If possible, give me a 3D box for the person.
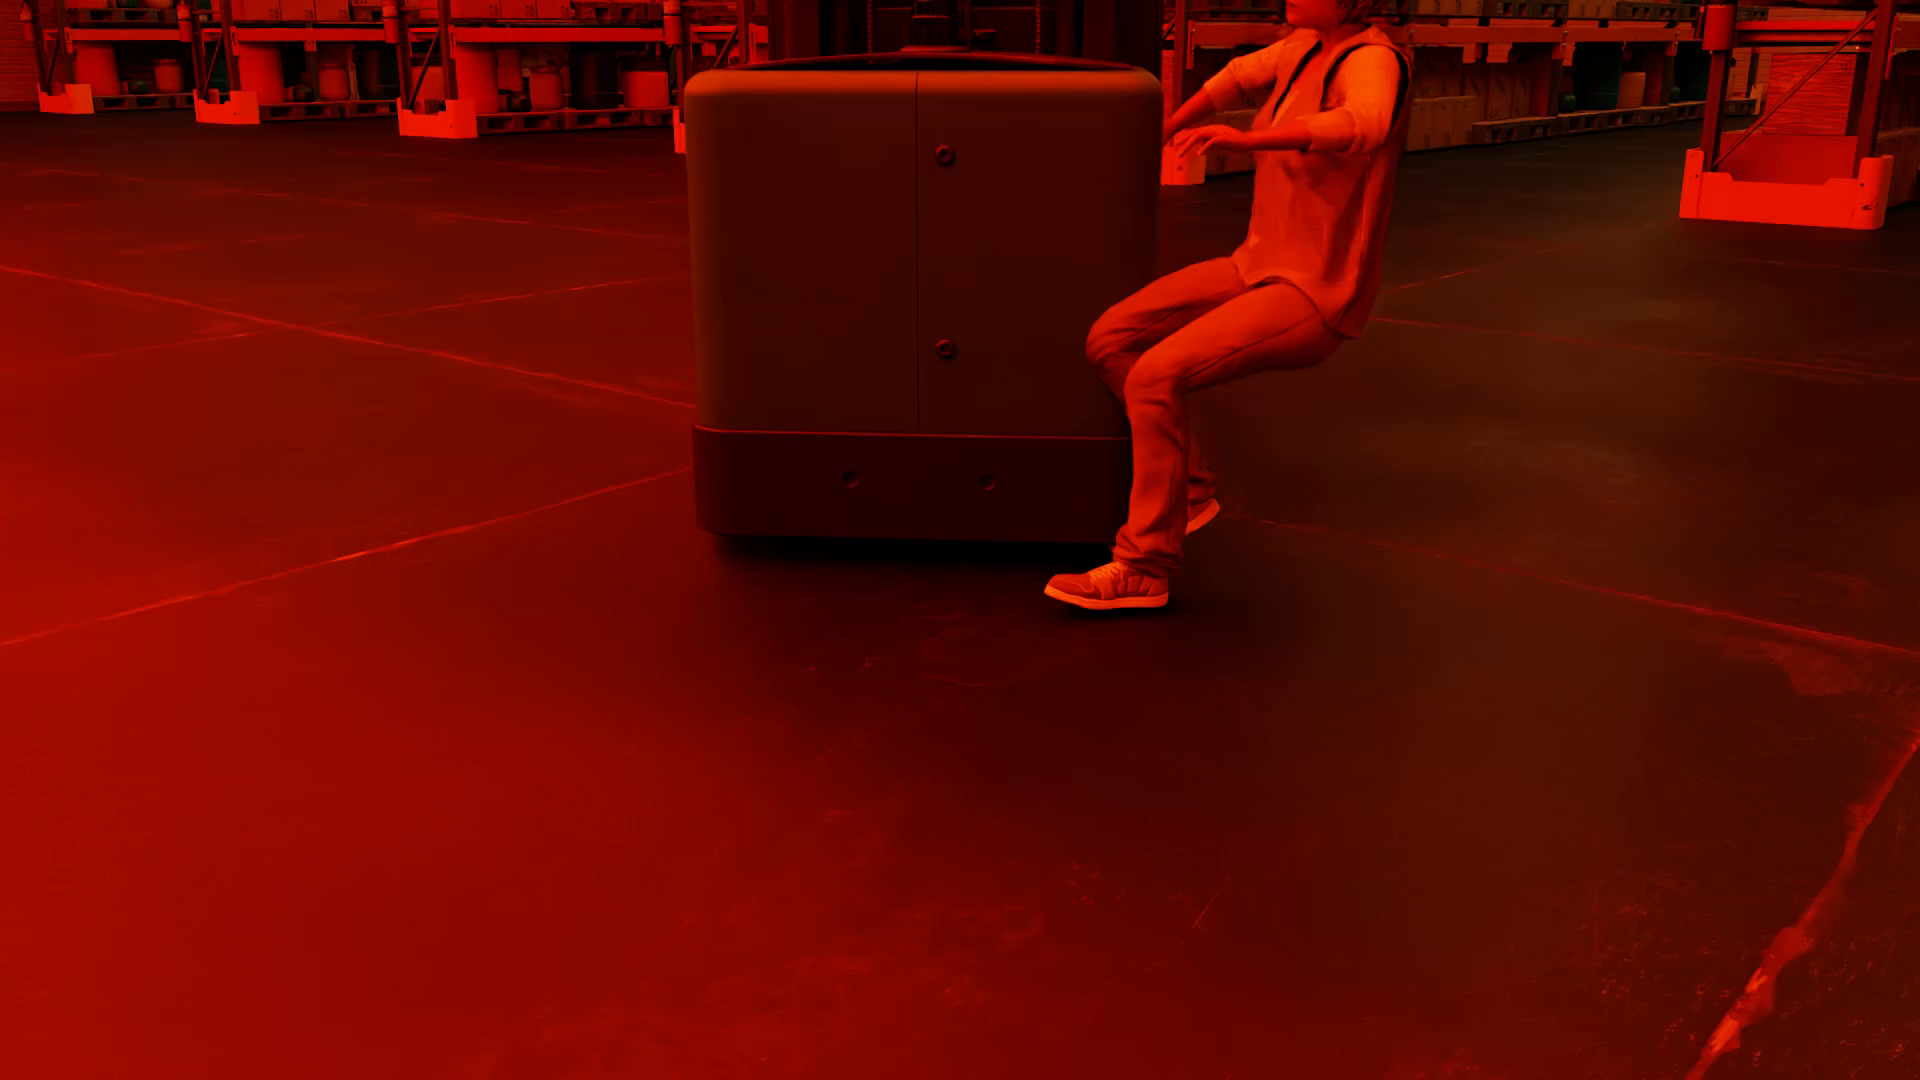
[{"bbox_3d":[0.503,-0.564,3.416,0.754,1.365,0.906,-7,18,-21],"label":"person"}]

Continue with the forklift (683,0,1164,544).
[{"bbox_3d":[0.035,-1.772,4.733,1.130,2.935,3.031,1,17,5],"label":"forklift"}]
